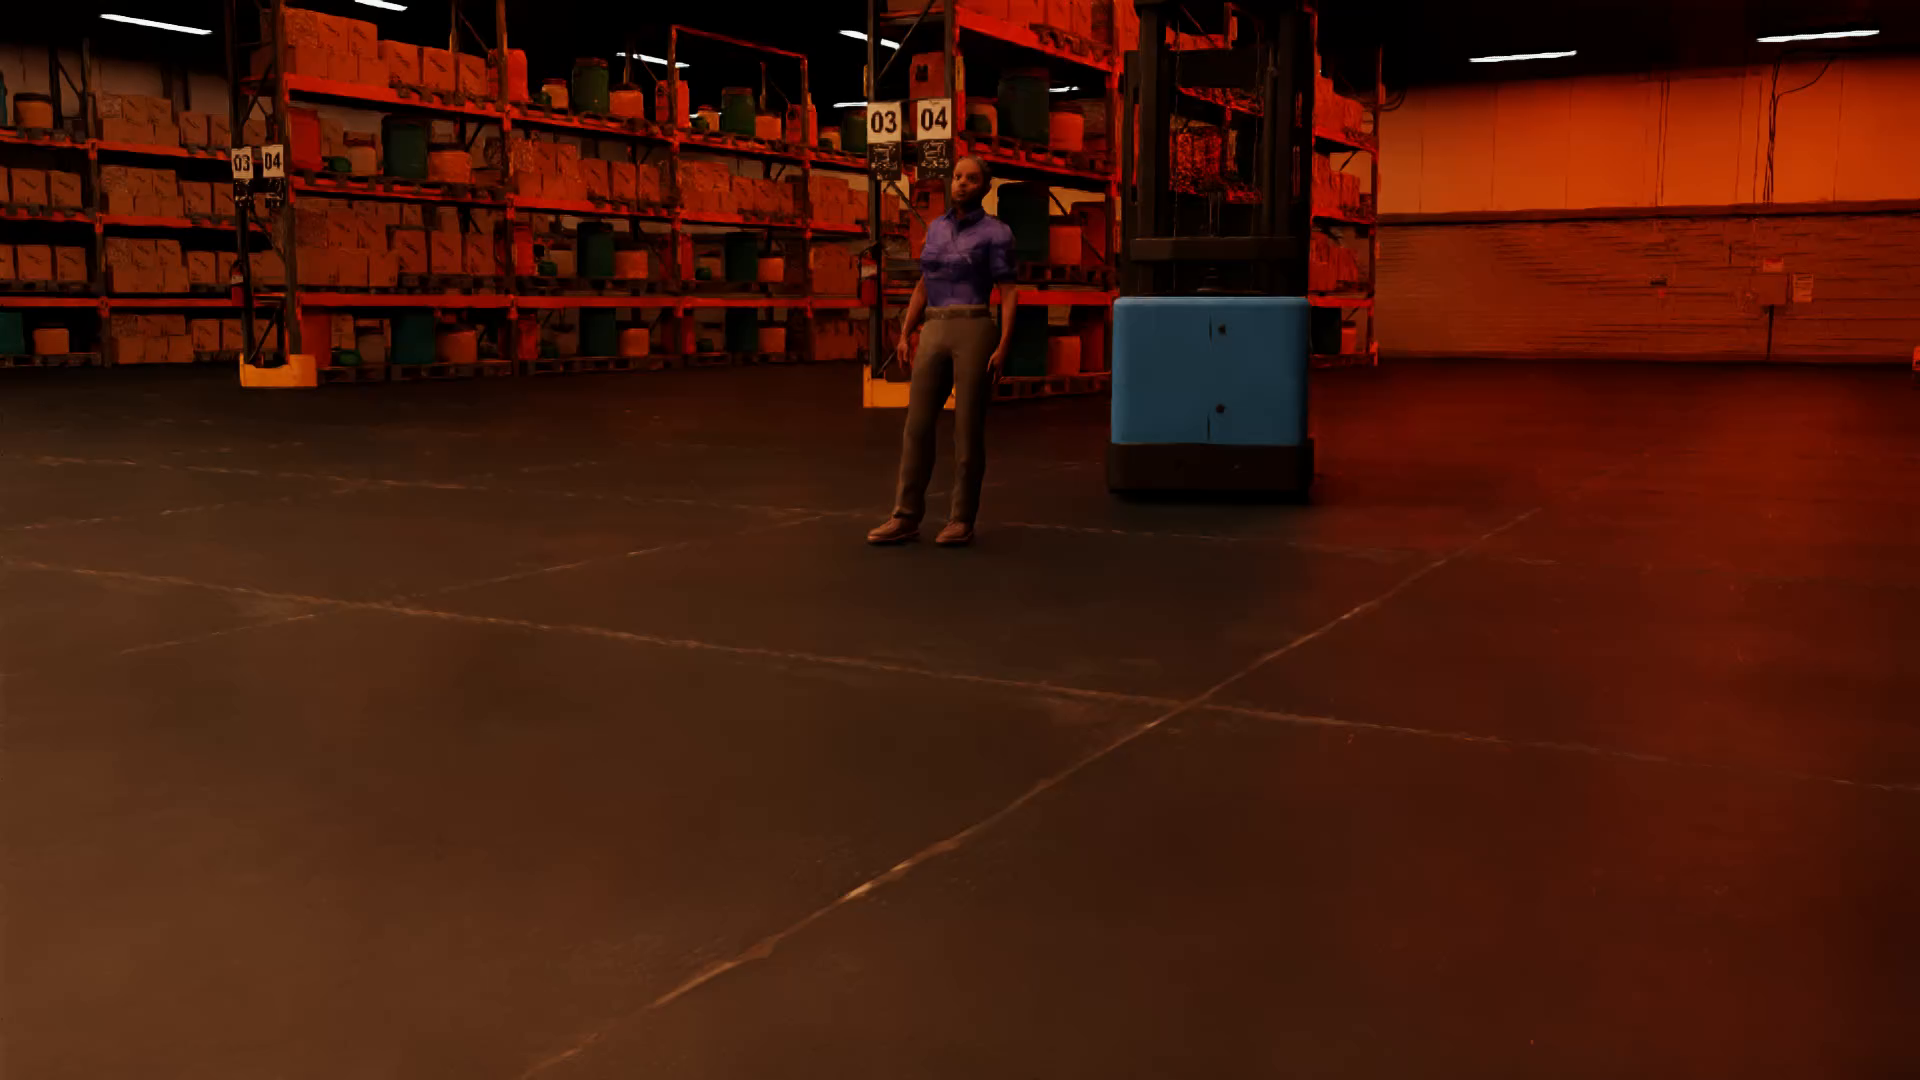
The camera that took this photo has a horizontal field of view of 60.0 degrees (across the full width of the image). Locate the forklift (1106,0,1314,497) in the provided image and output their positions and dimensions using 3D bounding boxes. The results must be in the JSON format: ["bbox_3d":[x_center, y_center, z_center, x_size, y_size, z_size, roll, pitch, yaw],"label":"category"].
[{"bbox_3d":[1.527,-1.847,9.973,1.130,2.935,3.031,1,8,9],"label":"forklift"}]

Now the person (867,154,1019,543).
[{"bbox_3d":[-0.059,-0.818,7.133,0.570,1.654,0.503,4,9,29],"label":"person"}]
